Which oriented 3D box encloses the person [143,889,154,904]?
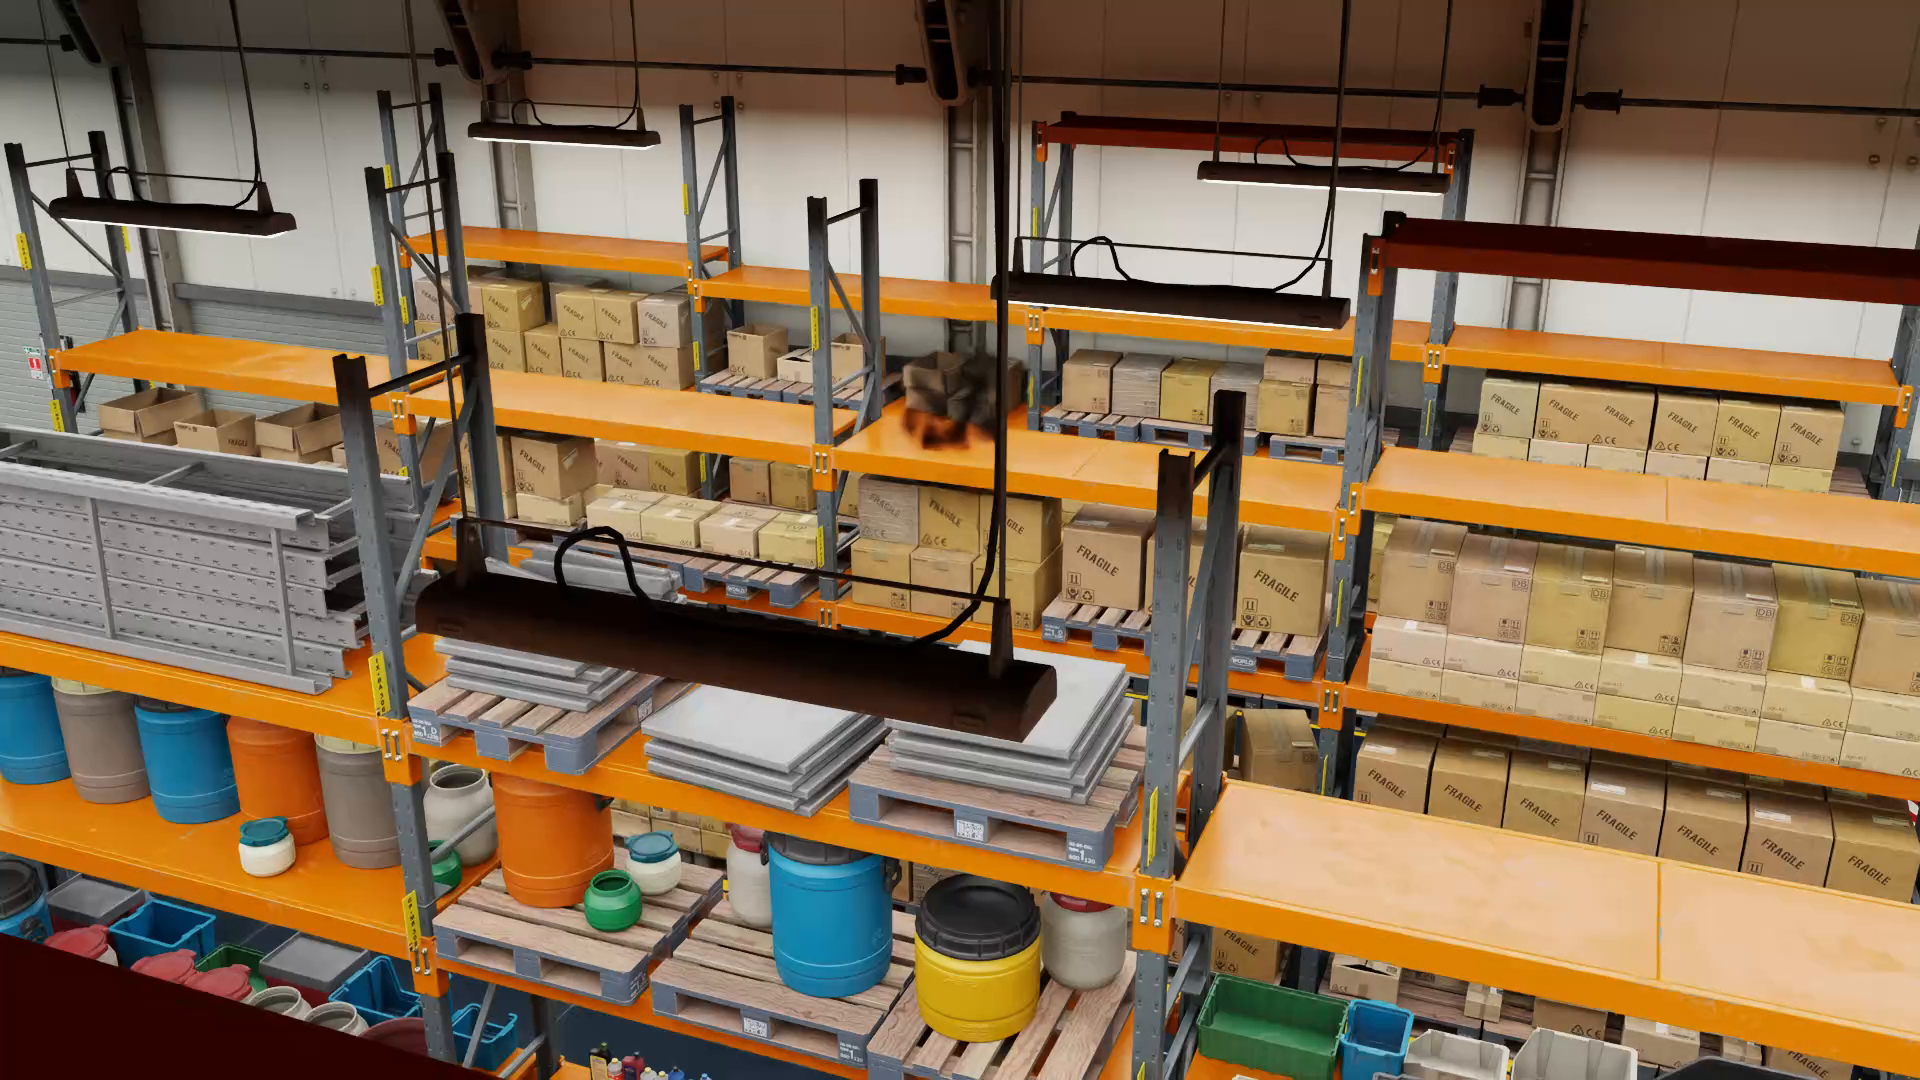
[{"bbox_3d":[-7.022,2.389,13.658,0.794,1.822,0.680,5,21,13],"label":"person"}]
